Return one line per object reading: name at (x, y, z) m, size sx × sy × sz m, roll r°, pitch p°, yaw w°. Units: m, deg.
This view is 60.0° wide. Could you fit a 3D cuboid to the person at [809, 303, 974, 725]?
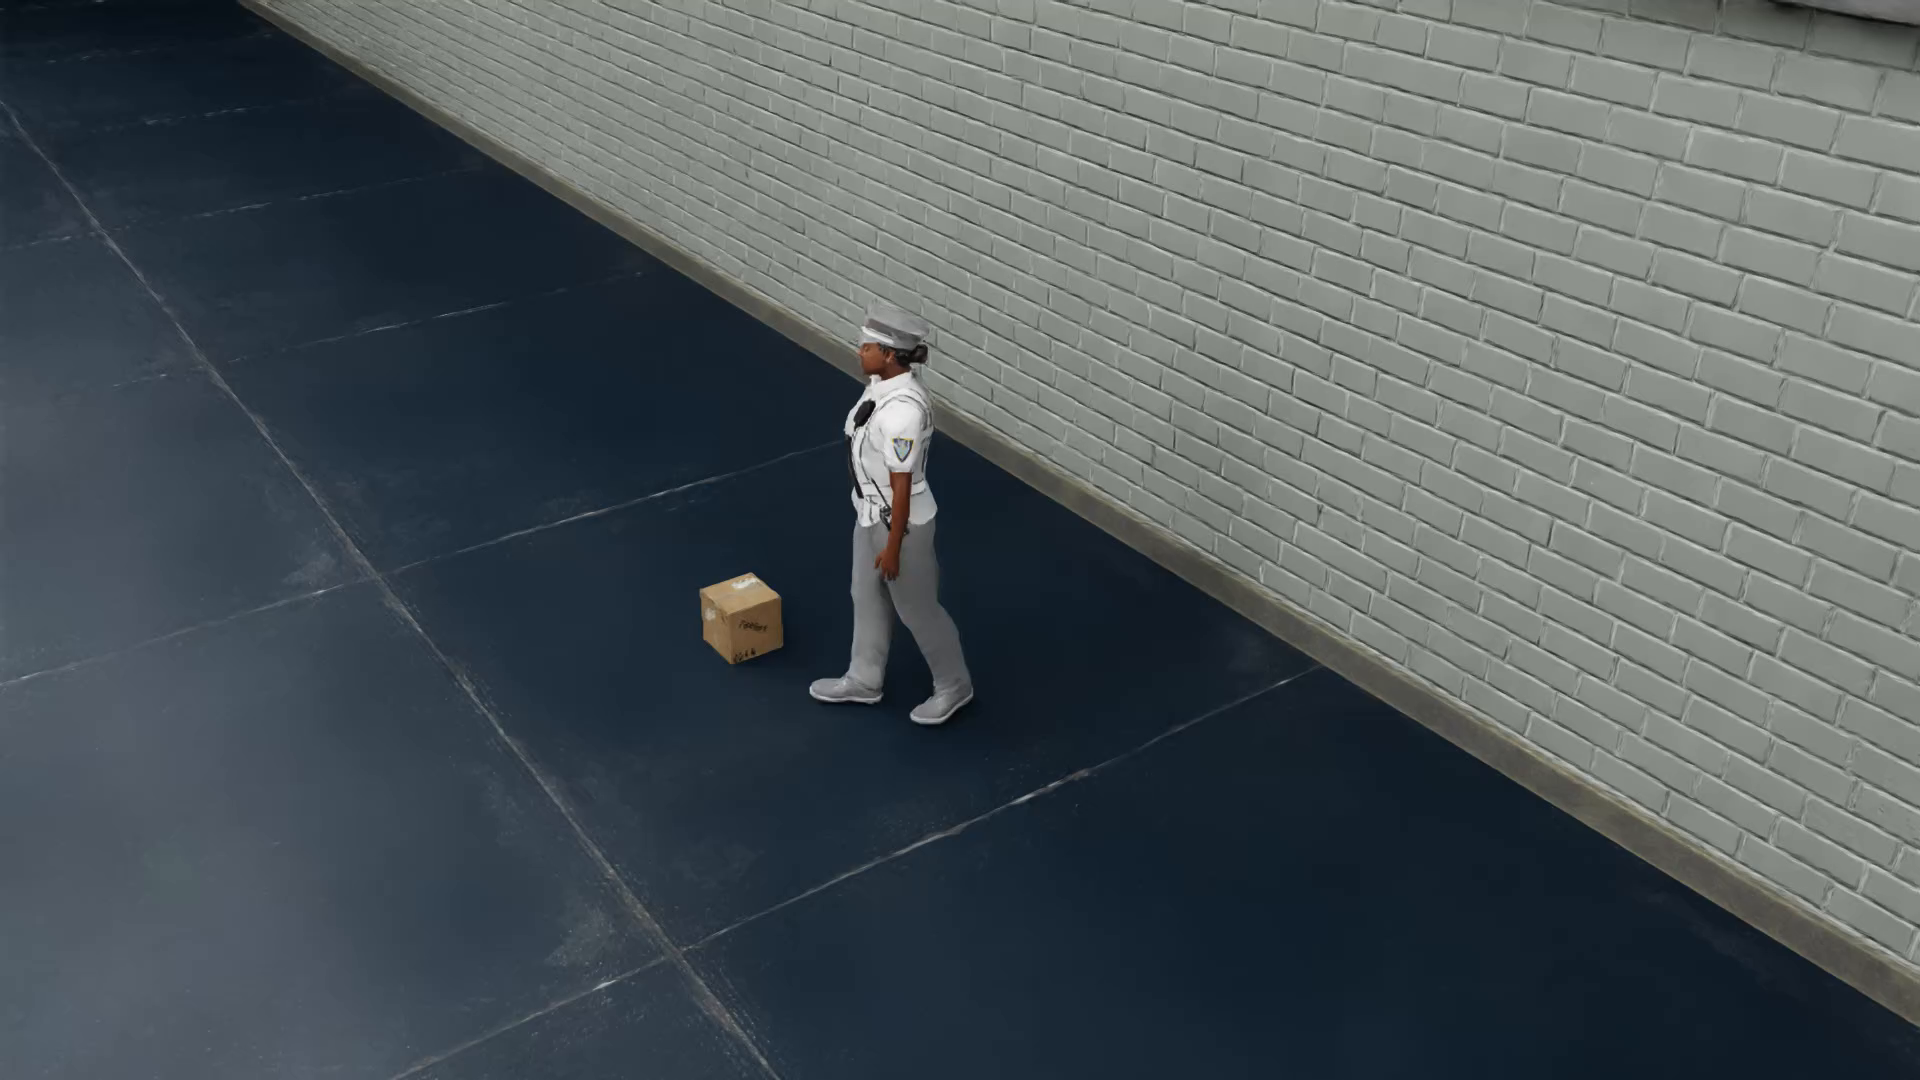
person at (-0.269, -0.078, 6.225) m, size 0.633 × 1.674 × 0.441 m, roll -5°, pitch 29°, yaw -10°
